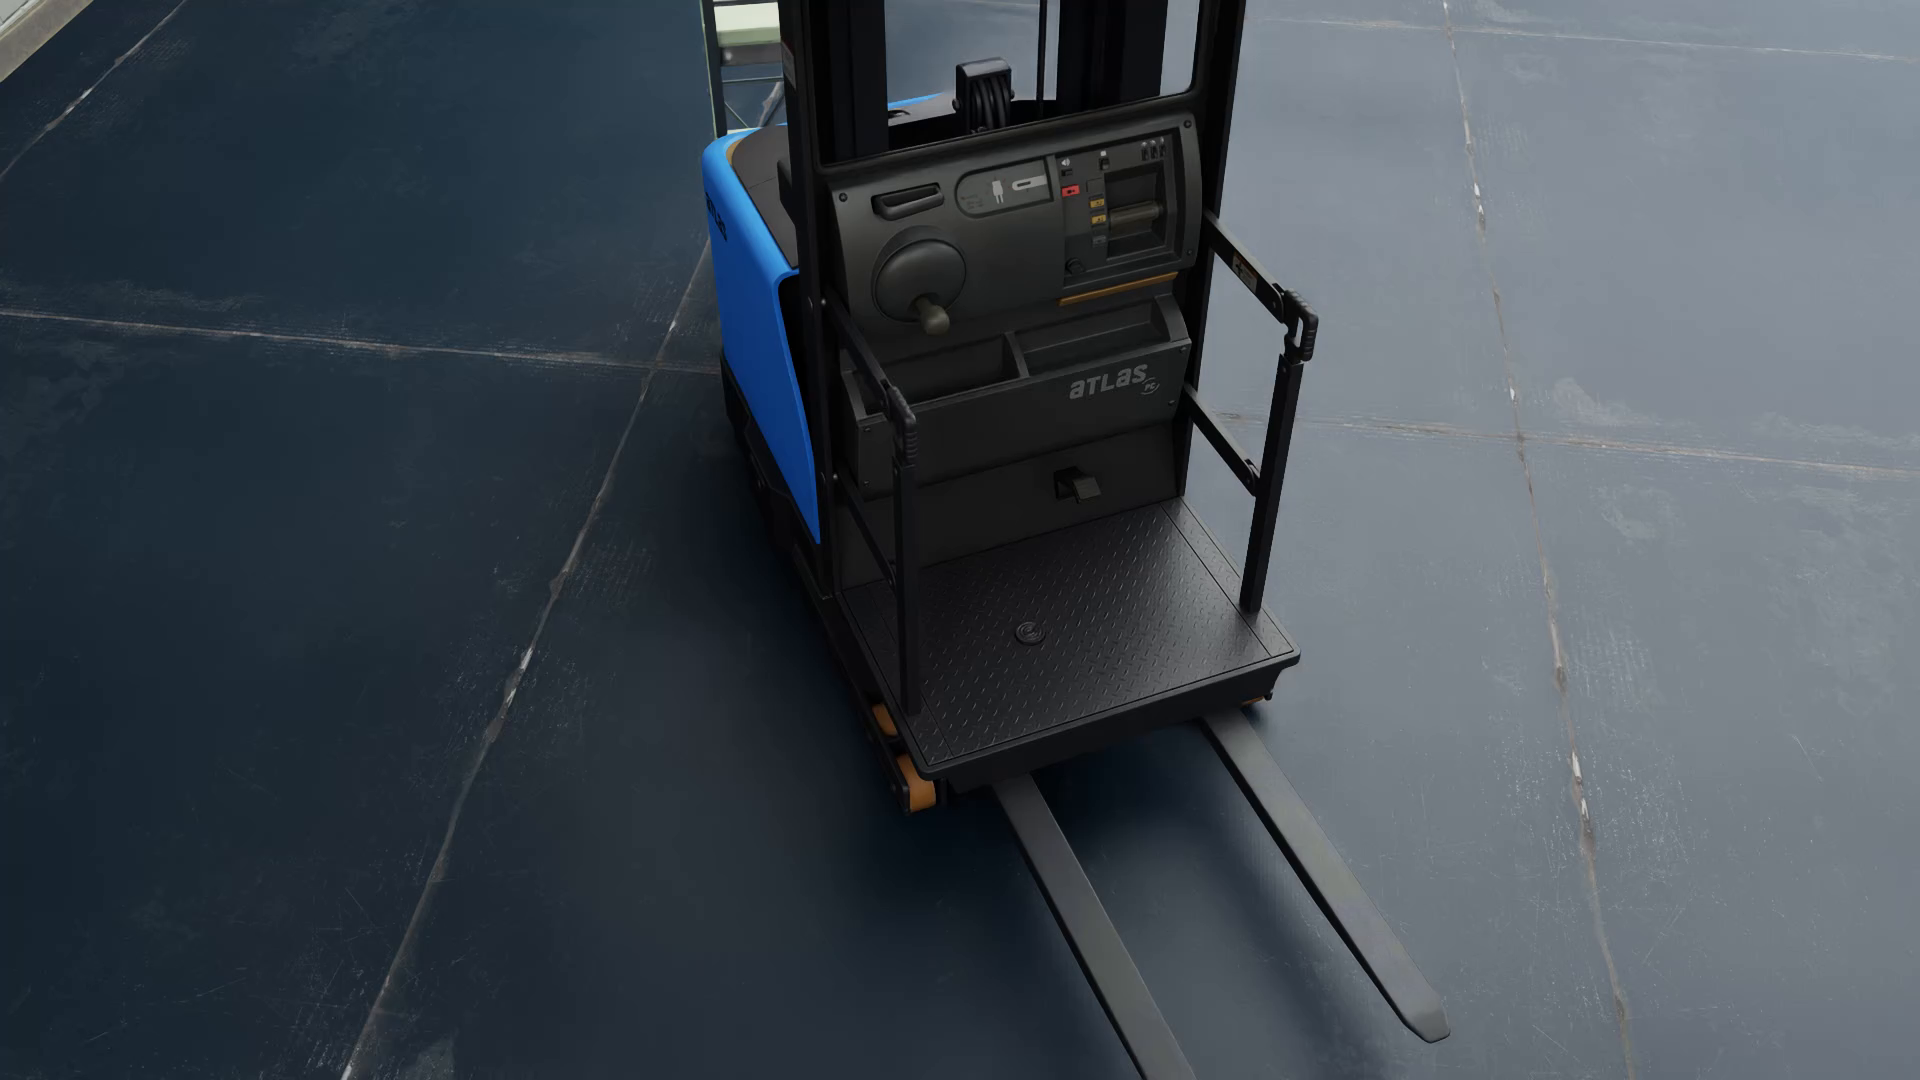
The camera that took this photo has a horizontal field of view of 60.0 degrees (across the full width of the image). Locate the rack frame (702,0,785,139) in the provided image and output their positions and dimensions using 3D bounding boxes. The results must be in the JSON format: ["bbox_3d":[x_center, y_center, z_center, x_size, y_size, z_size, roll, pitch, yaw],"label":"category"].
[{"bbox_3d":[-0.559,-1.124,5.346,0.400,1.500,0.023,-7,44,-7],"label":"rack frame"}]

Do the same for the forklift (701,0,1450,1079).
[{"bbox_3d":[0.233,-0.667,3.823,1.130,2.935,3.031,-15,46,-16],"label":"forklift"}]

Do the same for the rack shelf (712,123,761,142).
[{"bbox_3d":[-0.620,-1.135,5.833,0.431,0.370,0.720,-7,44,-7],"label":"rack shelf"}]

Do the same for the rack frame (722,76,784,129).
[{"bbox_3d":[-0.680,-1.620,5.870,0.400,1.500,0.023,-7,44,-7],"label":"rack frame"}]

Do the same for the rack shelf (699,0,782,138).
[{"bbox_3d":[-0.620,-1.656,5.340,0.431,0.370,0.720,-7,44,-7],"label":"rack shelf"}]

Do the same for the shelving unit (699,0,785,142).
[{"bbox_3d":[-0.620,-1.372,5.608,0.431,1.500,0.755,-7,44,-7],"label":"shelving unit"}]
